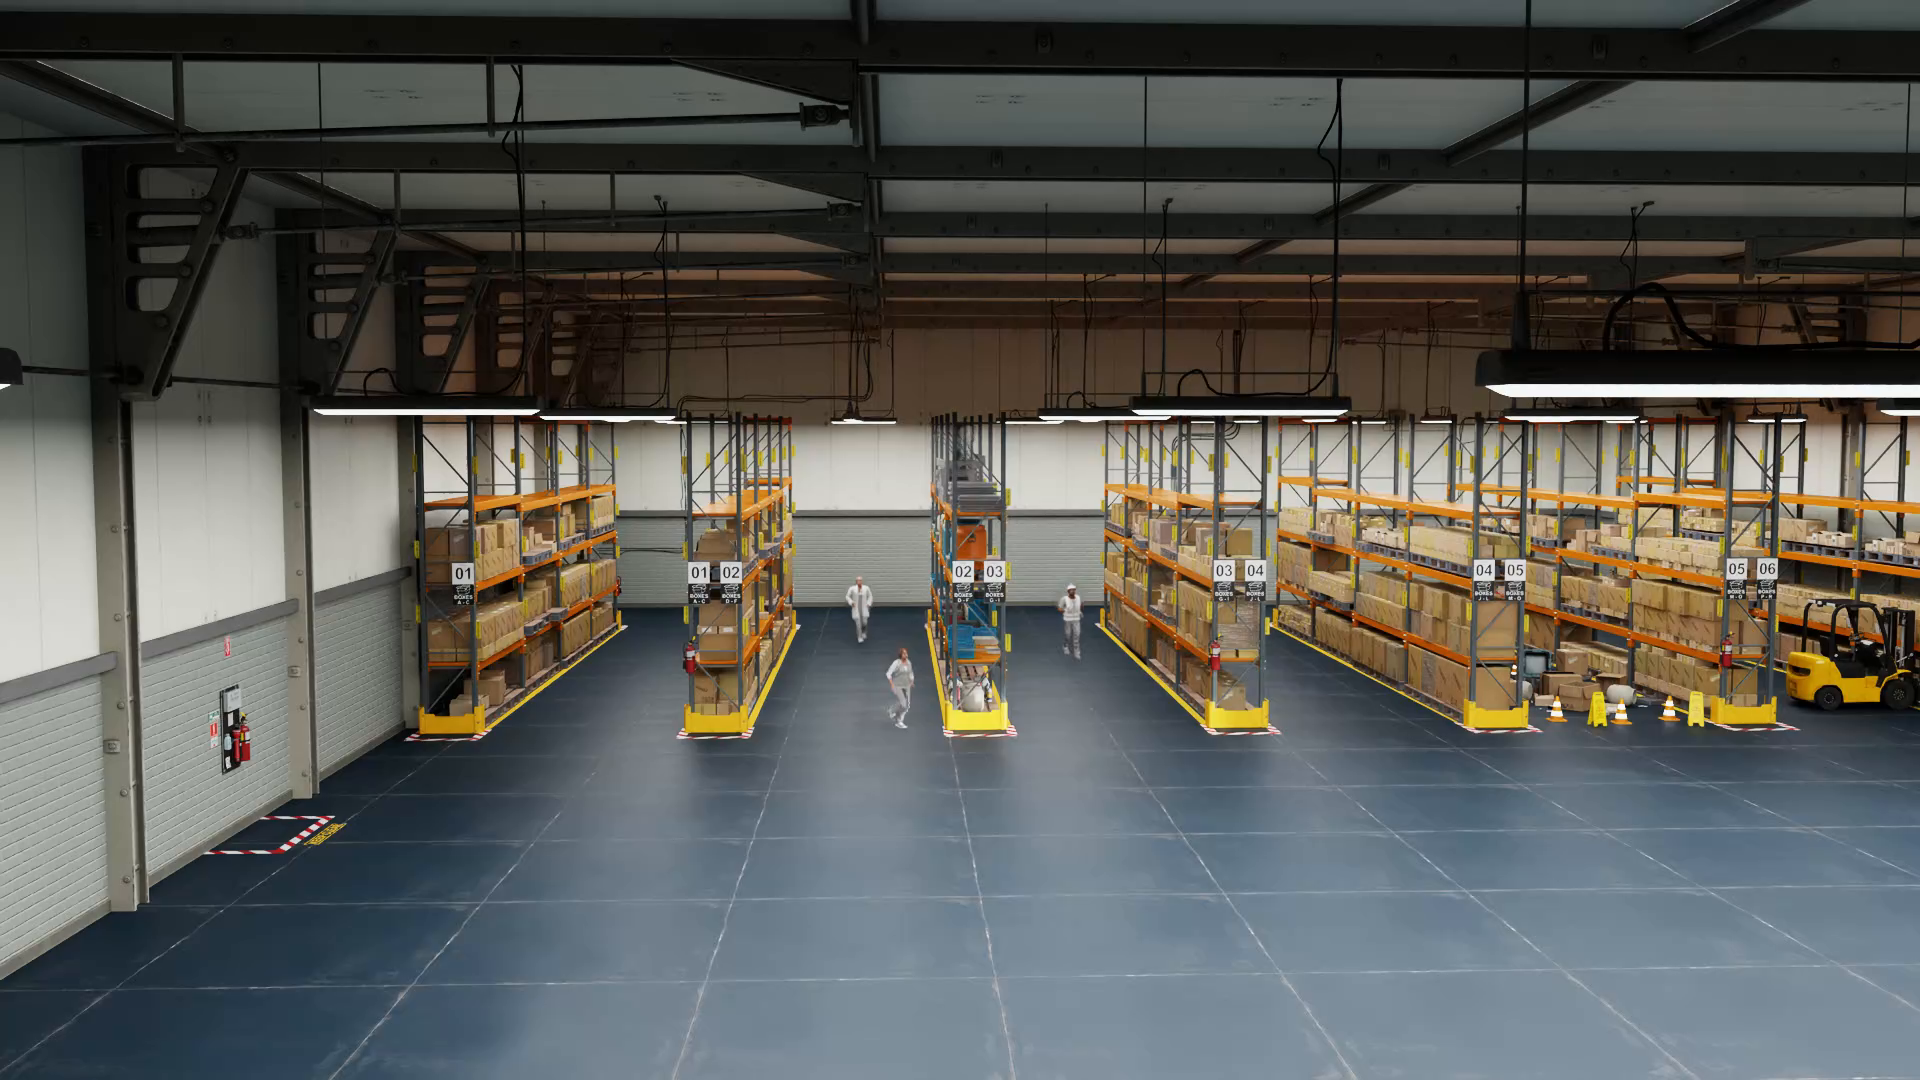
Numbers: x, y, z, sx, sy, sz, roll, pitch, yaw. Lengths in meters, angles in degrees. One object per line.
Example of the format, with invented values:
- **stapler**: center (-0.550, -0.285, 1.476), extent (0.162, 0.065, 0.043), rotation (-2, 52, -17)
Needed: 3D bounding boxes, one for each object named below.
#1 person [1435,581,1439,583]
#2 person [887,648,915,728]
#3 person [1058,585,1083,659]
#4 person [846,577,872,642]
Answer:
- **person**: center (12.125, 1.940, 42.413), extent (0.671, 1.783, 0.884), rotation (0, 4, -7)
- **person**: center (-1.103, 2.809, 31.542), extent (0.523, 1.549, 0.572), rotation (-3, 5, -34)
- **person**: center (2.714, 1.970, 40.514), extent (0.684, 1.771, 0.969), rotation (-1, 4, -13)
- **person**: center (-2.676, 1.847, 44.179), extent (0.715, 1.740, 0.633), rotation (-1, 4, -7)
